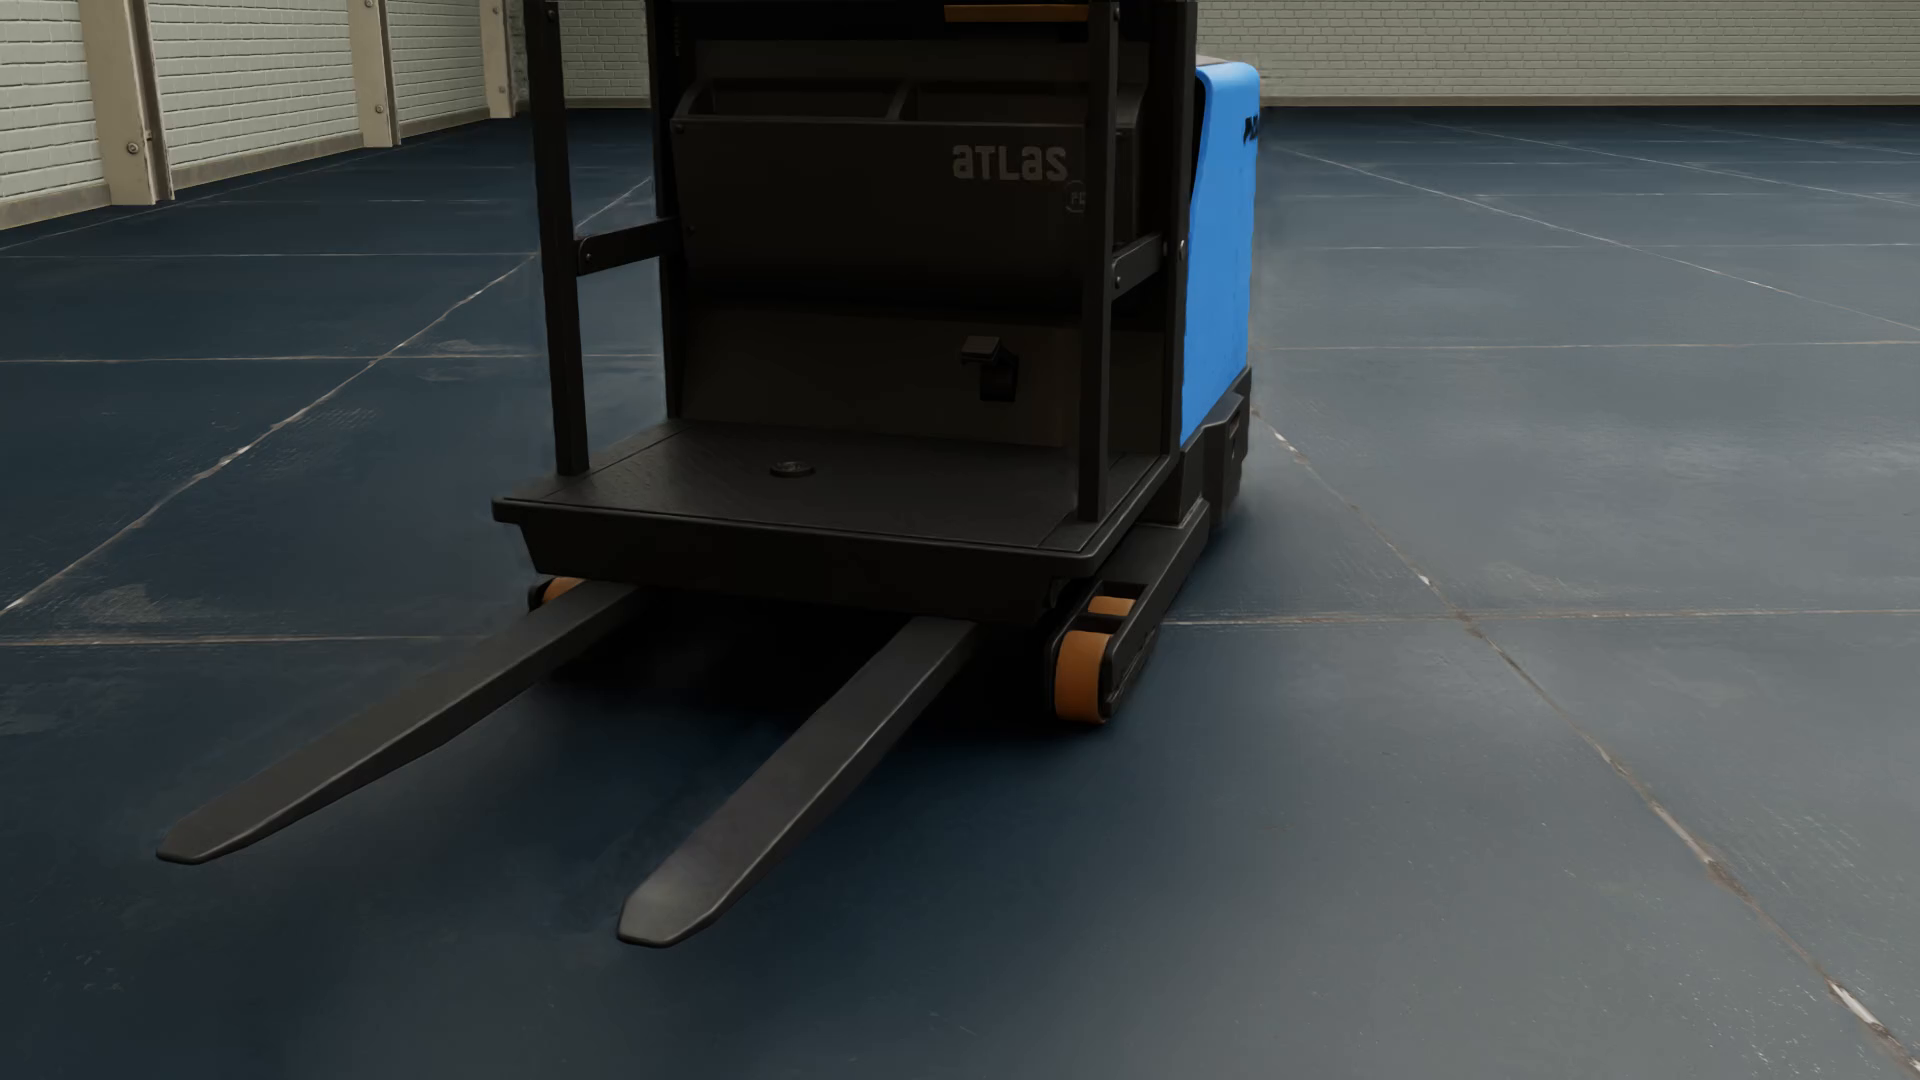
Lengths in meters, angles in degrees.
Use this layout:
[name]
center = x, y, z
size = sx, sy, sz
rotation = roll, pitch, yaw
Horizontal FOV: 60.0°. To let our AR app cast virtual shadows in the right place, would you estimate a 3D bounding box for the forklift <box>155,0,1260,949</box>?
[forklift]
center = -0.169, -1.212, 2.869
size = 1.130, 2.935, 3.031
rotation = 5, 18, 17
